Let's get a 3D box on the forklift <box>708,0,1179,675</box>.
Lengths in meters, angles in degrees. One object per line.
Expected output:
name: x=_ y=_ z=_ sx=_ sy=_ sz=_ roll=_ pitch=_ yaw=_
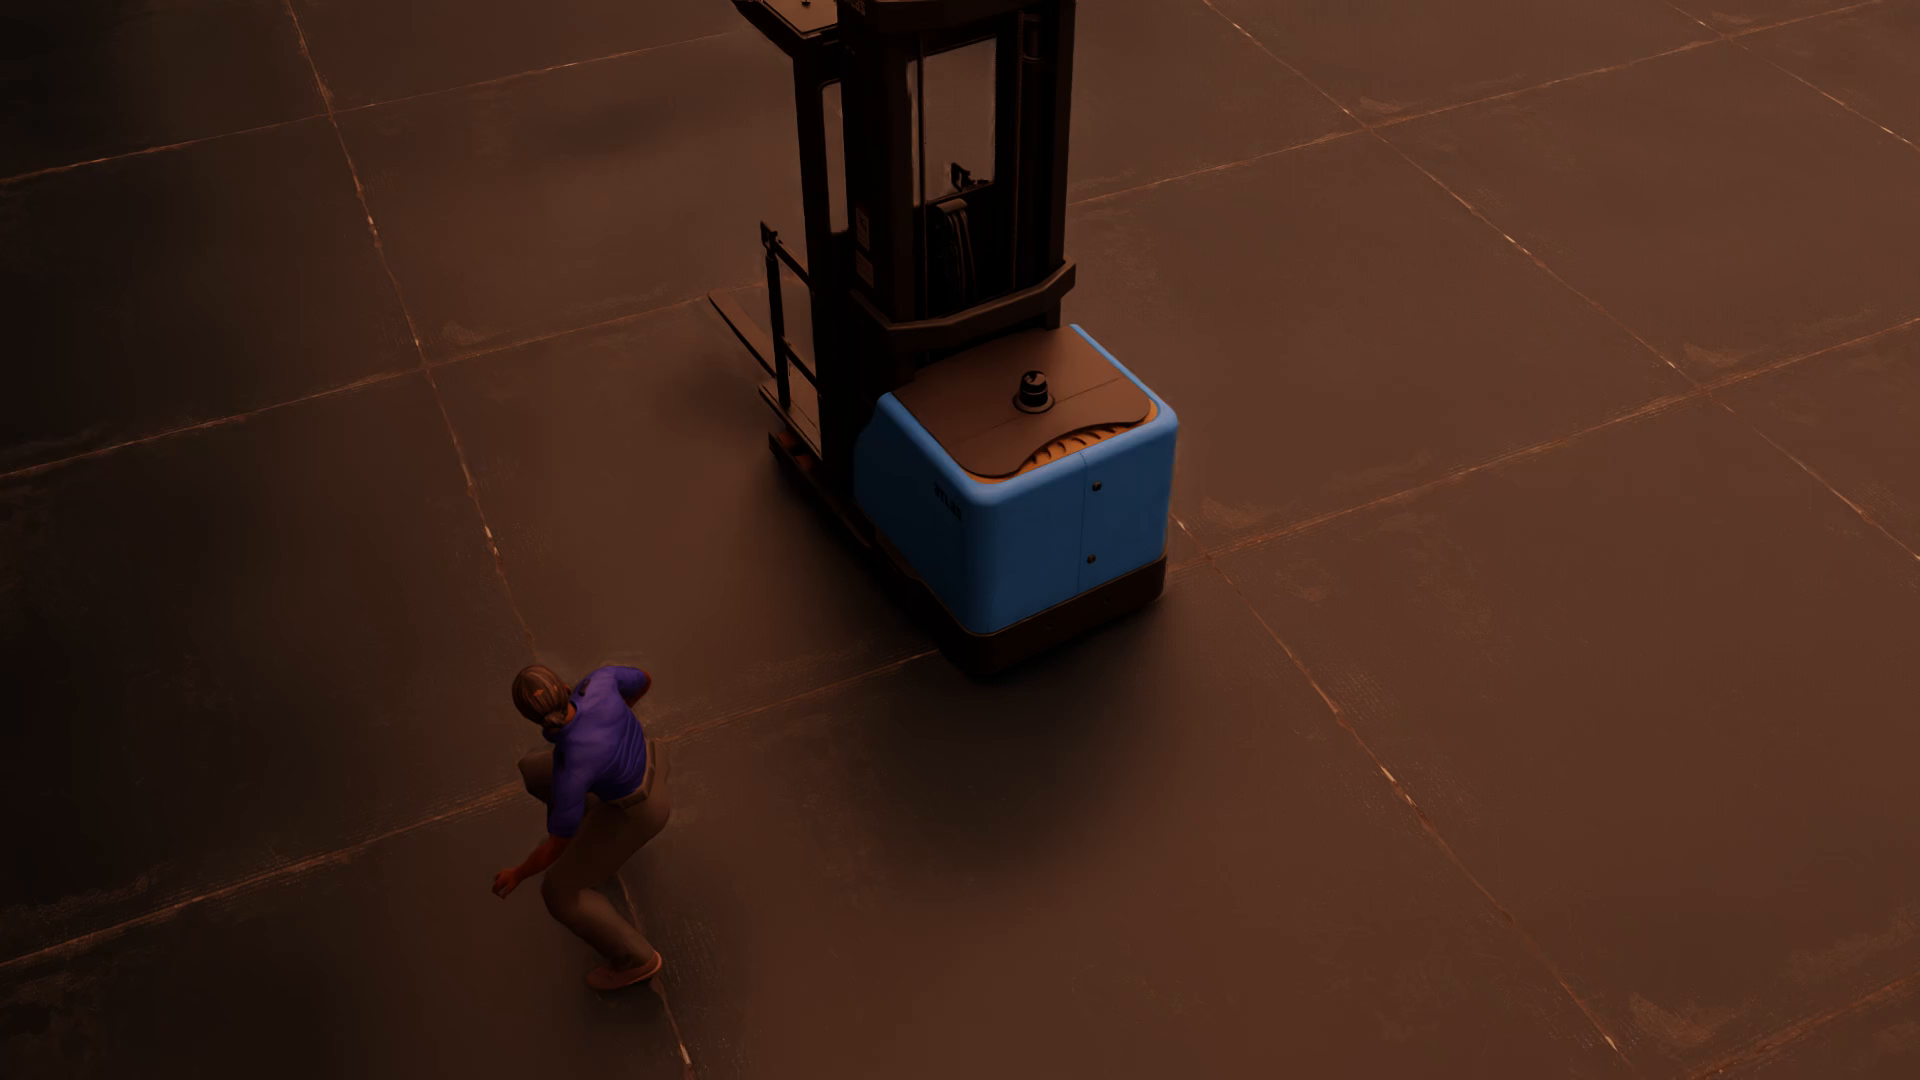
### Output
forklift: x=-0.280 y=-1.482 z=7.268 sx=1.130 sy=2.935 sz=3.031 roll=-23 pitch=48 yaw=-22

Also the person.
person: x=-1.334 y=0.903 z=5.873 sx=0.617 sy=1.424 sz=0.743 roll=-2 pitch=43 yaw=-2
